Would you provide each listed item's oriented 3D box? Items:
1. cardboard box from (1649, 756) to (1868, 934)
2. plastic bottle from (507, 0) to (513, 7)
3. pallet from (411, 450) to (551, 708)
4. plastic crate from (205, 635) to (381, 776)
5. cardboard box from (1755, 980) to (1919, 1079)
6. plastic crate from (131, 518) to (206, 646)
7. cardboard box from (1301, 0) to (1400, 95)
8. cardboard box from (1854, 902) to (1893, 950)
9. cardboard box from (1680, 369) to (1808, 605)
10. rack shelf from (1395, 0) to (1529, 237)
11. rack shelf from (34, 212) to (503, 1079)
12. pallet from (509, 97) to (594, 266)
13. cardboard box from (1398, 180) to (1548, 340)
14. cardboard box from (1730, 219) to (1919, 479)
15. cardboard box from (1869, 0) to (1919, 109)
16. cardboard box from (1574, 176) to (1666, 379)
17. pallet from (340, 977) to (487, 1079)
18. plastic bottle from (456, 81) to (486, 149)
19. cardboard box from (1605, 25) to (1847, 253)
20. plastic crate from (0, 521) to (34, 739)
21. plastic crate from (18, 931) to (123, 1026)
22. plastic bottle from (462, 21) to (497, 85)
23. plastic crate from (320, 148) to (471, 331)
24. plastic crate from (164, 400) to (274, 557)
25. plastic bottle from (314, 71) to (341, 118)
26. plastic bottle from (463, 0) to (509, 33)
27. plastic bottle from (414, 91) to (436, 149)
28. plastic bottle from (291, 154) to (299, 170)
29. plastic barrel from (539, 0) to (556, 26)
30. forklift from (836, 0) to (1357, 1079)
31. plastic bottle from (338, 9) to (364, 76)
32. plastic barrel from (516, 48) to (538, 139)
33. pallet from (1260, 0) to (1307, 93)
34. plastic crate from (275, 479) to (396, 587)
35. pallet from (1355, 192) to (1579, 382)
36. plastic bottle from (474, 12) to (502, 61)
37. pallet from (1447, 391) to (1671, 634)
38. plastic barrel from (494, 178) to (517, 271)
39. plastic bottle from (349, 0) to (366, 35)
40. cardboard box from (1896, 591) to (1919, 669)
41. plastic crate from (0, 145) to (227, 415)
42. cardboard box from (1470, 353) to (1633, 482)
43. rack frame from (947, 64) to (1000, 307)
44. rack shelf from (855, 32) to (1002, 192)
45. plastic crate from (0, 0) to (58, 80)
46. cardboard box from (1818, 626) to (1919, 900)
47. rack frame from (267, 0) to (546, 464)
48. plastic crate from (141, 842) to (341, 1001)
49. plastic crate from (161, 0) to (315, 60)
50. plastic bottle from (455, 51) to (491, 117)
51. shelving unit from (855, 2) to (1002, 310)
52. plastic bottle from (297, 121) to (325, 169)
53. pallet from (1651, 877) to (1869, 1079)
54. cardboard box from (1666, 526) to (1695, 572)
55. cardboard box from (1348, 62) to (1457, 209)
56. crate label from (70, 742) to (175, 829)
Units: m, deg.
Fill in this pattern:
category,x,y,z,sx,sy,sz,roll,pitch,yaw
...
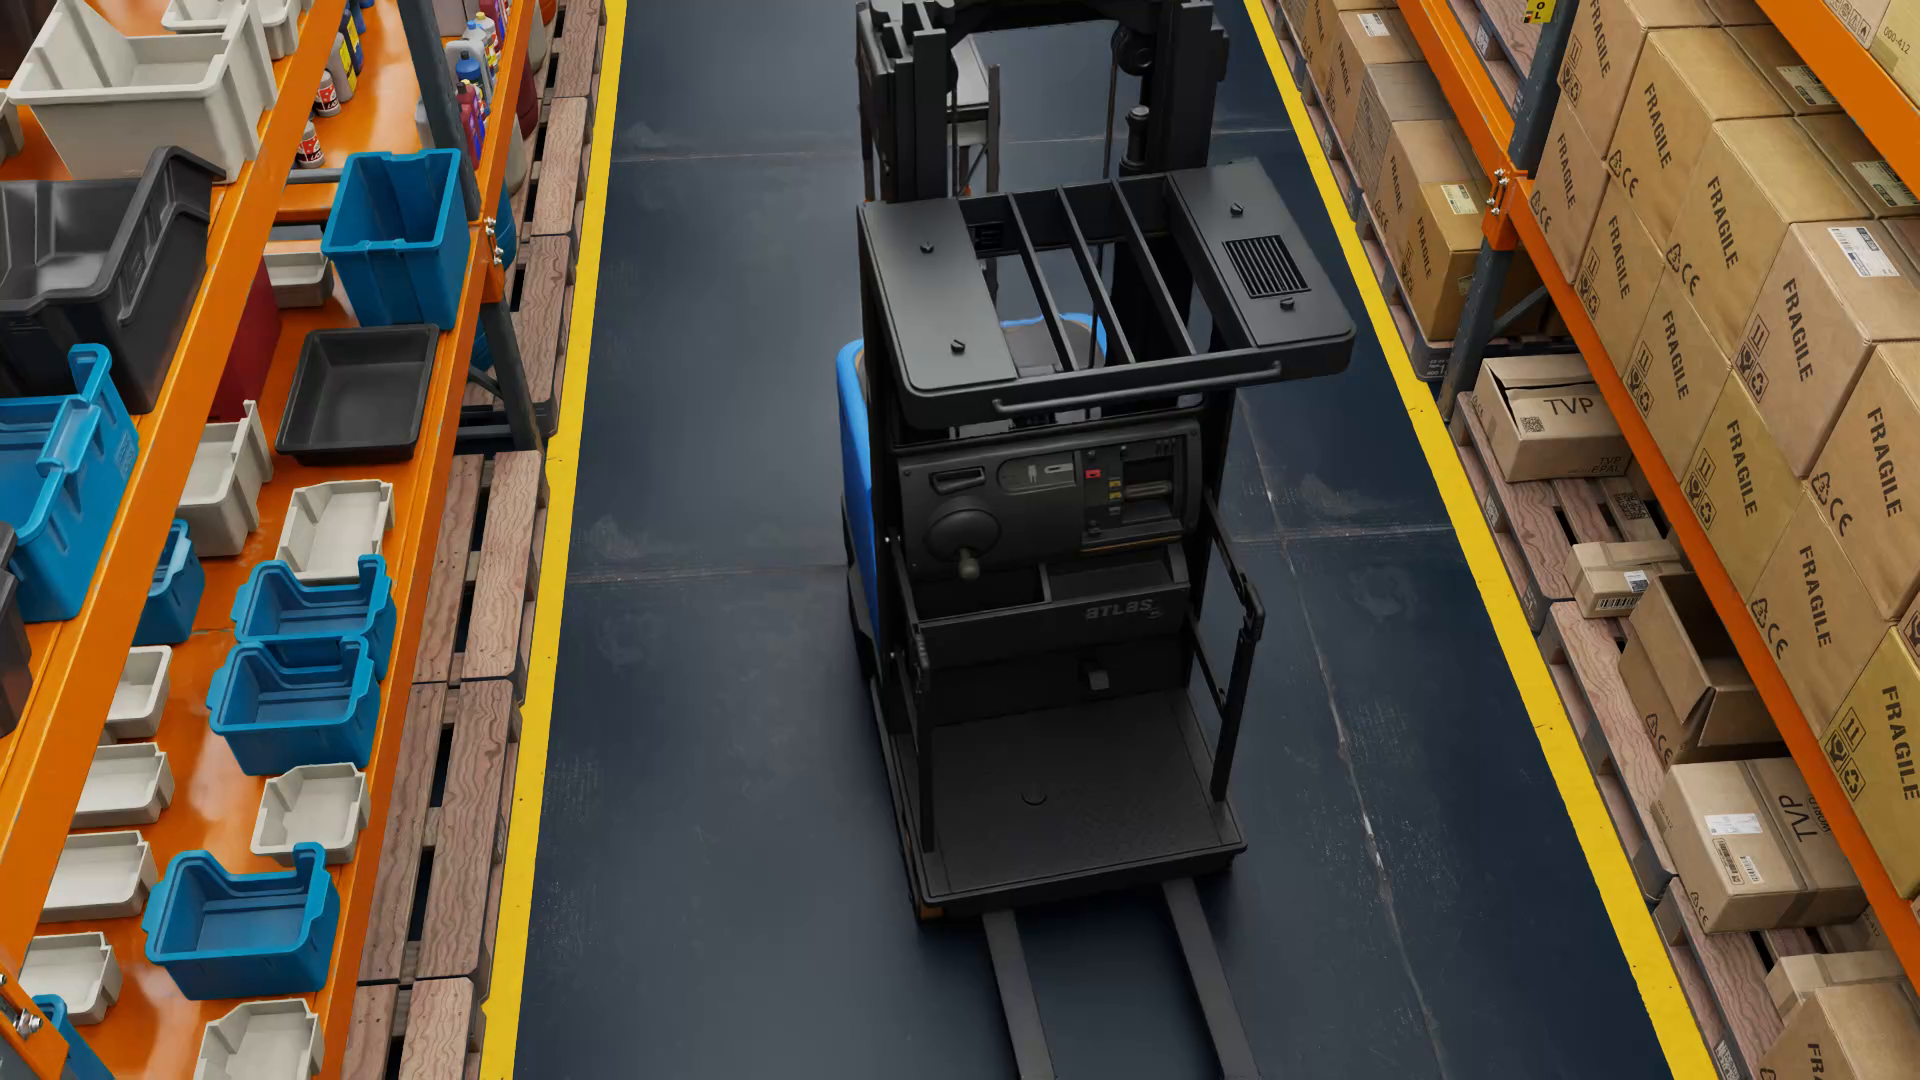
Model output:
category,x,y,z,sx,sy,sz,roll,pitch,yaw
cardboard box,2.634,0.997,5.467,0.500,0.250,0.500,-3,47,-3
plastic bottle,-2.052,-2.479,7.254,0.152,0.276,0.135,-3,47,-3
pallet,-2.196,0.163,6.587,1.003,0.211,1.213,-3,47,-3
plastic crate,-1.764,0.454,4.465,0.416,0.233,0.300,-3,47,-3
cardboard box,2.684,1.600,4.724,0.500,0.500,0.500,-3,47,-3
plastic crate,-2.389,0.135,4.767,0.416,0.233,0.300,-3,47,-3
cardboard box,2.145,-2.722,8.817,0.500,0.500,0.500,-4,47,-4
cardboard box,3.170,1.292,5.188,0.500,0.250,0.500,-3,47,-3
cardboard box,2.541,-0.173,4.915,0.500,0.500,0.500,-4,47,-4
rack shelf,2.473,-2.824,7.990,1.077,0.370,4.000,-3,47,-3
rack shelf,-2.129,0.369,4.967,1.077,0.370,4.000,-3,47,-3
pallet,-2.425,-1.812,8.458,1.003,0.211,1.213,-3,47,-3
cardboard box,2.313,-1.255,7.428,0.500,0.500,0.500,-4,47,-4
cardboard box,2.529,-0.525,4.561,0.500,0.500,0.500,-2,47,-2
cardboard box,2.558,-1.152,3.949,0.500,0.250,0.500,-3,47,-3
cardboard box,2.457,-0.903,5.607,0.500,0.500,0.500,-3,47,-3
pallet,-1.992,1.928,4.915,1.003,0.211,1.213,-3,47,-3
plastic bottle,-1.913,-1.673,6.486,0.061,0.283,0.133,-3,47,-3
cardboard box,2.443,-1.271,5.267,0.500,0.500,0.500,-5,47,-5
plastic crate,-1.716,0.286,2.573,0.497,0.269,0.590,-3,47,-3
plastic crate,-2.210,1.059,3.958,0.396,0.136,0.243,-3,47,-3
plastic bottle,-1.968,-1.990,6.794,0.097,0.271,0.097,0,47,0
plastic crate,-1.917,-1.024,5.760,0.392,0.384,0.575,-3,47,-3
plastic crate,-2.352,-0.190,5.040,0.437,0.282,0.530,-3,47,-3
plastic bottle,-2.559,-1.808,6.670,0.097,0.201,0.097,0,47,0
plastic bottle,-2.033,-2.311,7.095,0.152,0.276,0.135,-3,47,-3
plastic bottle,-2.006,-1.612,6.382,0.144,0.351,0.185,-3,47,-3
plastic bottle,-2.651,-1.549,6.373,0.152,0.276,0.135,-3,47,-3
plastic barrel,-2.573,-3.265,9.118,0.600,0.830,0.708,-3,47,-3
forklift,0.324,-0.021,4.887,1.130,2.935,3.031,-8,47,-8
plastic bottle,-2.571,-2.096,6.840,0.144,0.351,0.185,-3,47,-3
plastic barrel,-2.479,-2.365,8.432,0.600,0.588,0.708,-3,47,-3
pallet,2.330,-3.017,9.598,1.003,0.211,1.213,-3,47,-3
plastic crate,-1.851,-0.014,4.974,0.293,0.136,0.466,-3,47,-3
pallet,2.534,-1.251,7.926,1.003,0.211,1.213,-3,47,-3
plastic bottle,-1.985,-2.107,6.953,0.097,0.201,0.097,0,47,0
pallet,2.697,-0.168,6.901,1.003,0.211,1.213,-3,47,-3
plastic barrel,-2.384,-1.656,7.544,0.600,0.901,0.708,-3,47,-3
plastic bottle,-2.613,-2.295,7.082,0.097,0.271,0.097,0,47,0
cardboard box,2.620,0.221,3.854,0.500,0.500,0.500,-2,47,-2
plastic crate,-1.815,-0.564,3.331,0.504,0.338,0.767,-3,47,-3
cardboard box,2.460,-0.534,6.875,0.500,0.311,0.500,-3,47,-3
rack frame,-0.067,-0.815,6.212,0.400,2.100,0.015,-8,47,-8
rack shelf,-0.115,-1.461,5.879,0.431,0.518,0.480,-8,47,-8
plastic crate,-2.465,-1.397,4.168,0.497,0.269,0.590,-3,47,-3
cardboard box,2.619,0.553,4.228,0.500,0.500,0.500,-3,47,-3
rack frame,-2.296,-1.326,6.076,1.000,3.000,0.127,-3,47,-3
plastic crate,-1.709,0.930,4.013,0.416,0.233,0.300,-3,47,-3
plastic crate,-1.811,-1.369,4.233,0.293,0.136,0.466,-3,47,-3
plastic bottle,-1.949,-1.822,6.635,0.097,0.271,0.097,0,47,0
shelving unit,-0.115,-0.989,6.377,0.431,2.100,0.503,-8,47,-8
plastic bottle,-2.529,-1.544,6.420,0.097,0.201,0.097,0,47,0
pallet,2.901,1.597,5.229,1.003,0.211,1.213,-3,47,-3
cardboard box,3.033,0.087,6.287,0.500,0.311,0.500,-3,47,-3
cardboard box,2.239,-1.976,8.111,0.500,0.500,0.500,-3,47,-3
crate label,-2.268,0.649,4.346,0.396,0.136,0.243,-3,47,-3
